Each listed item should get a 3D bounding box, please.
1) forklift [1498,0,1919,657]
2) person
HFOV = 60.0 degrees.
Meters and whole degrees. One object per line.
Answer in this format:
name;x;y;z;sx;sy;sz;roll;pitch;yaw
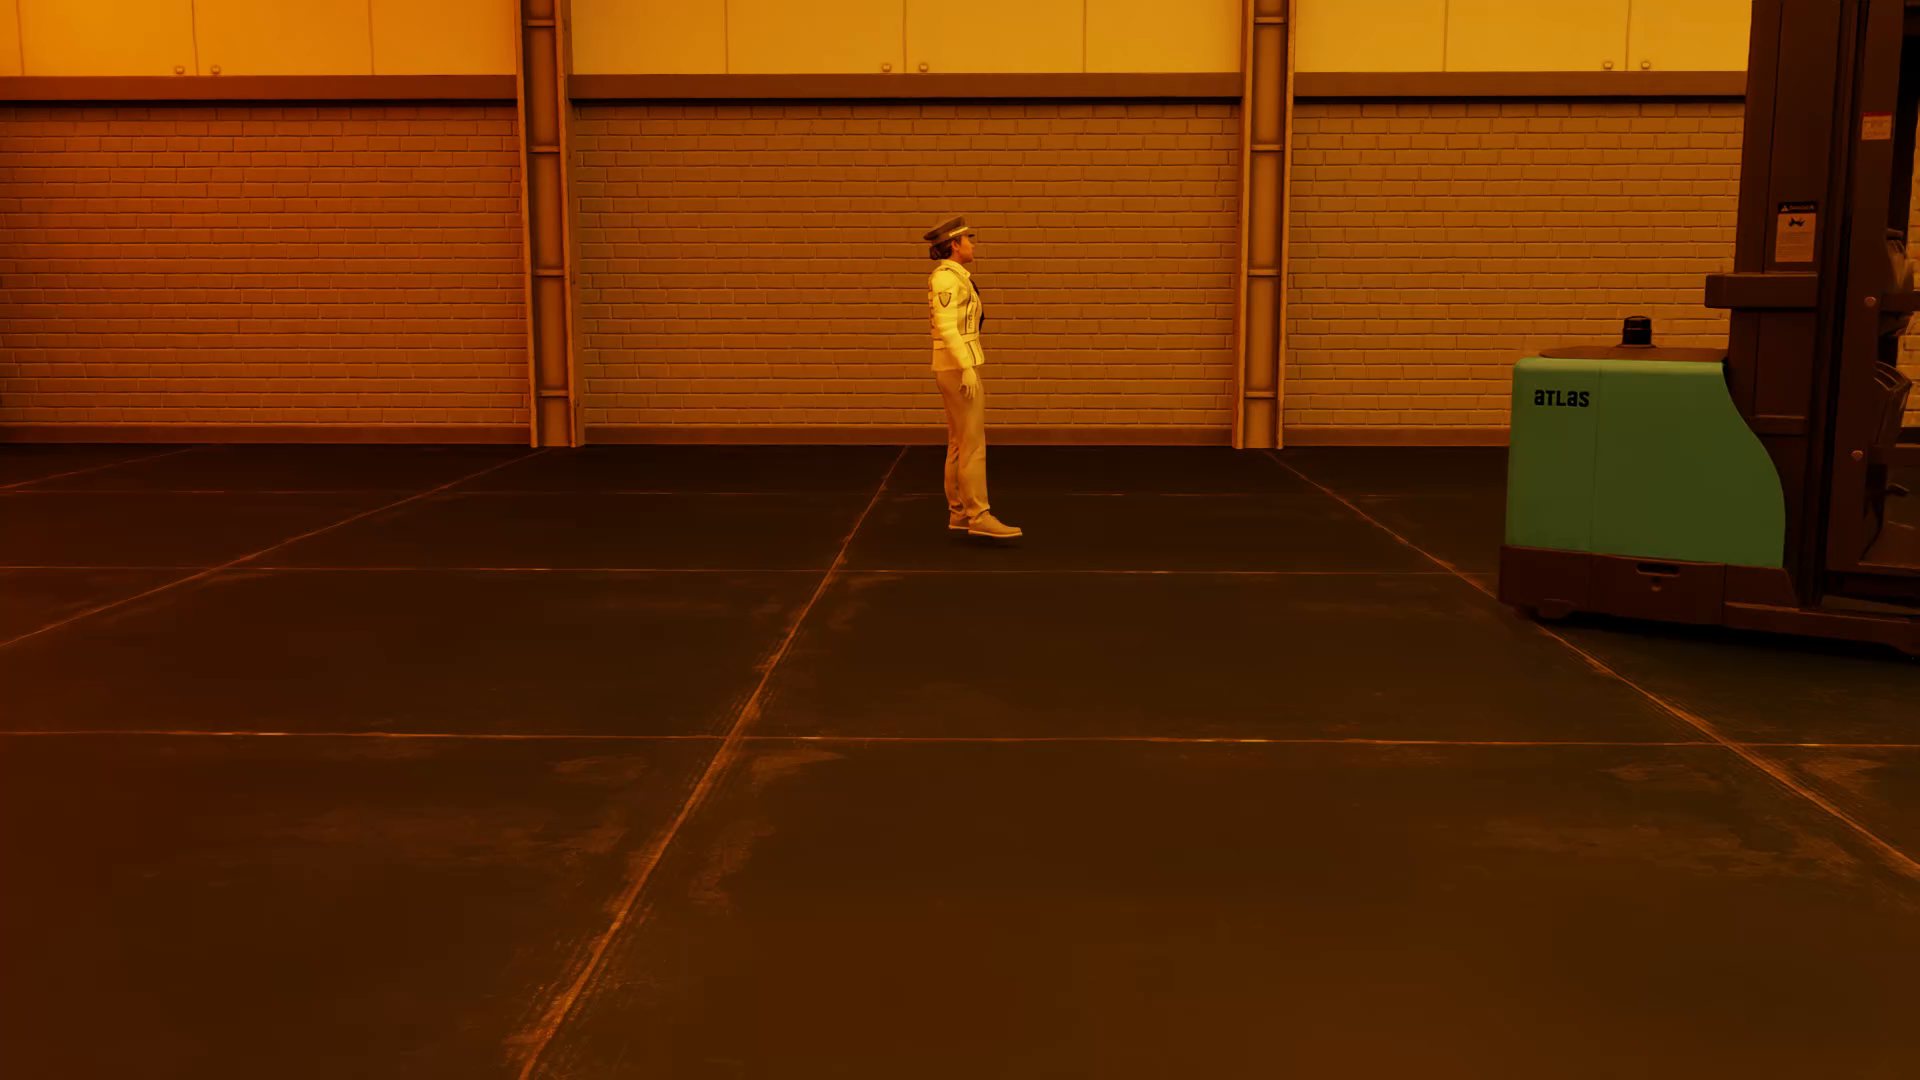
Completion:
forklift;3.741;-1.061;6.242;3.031;2.935;1.130;6;10;32
person;0.068;-0.883;8.859;0.531;1.695;0.587;0;9;1
